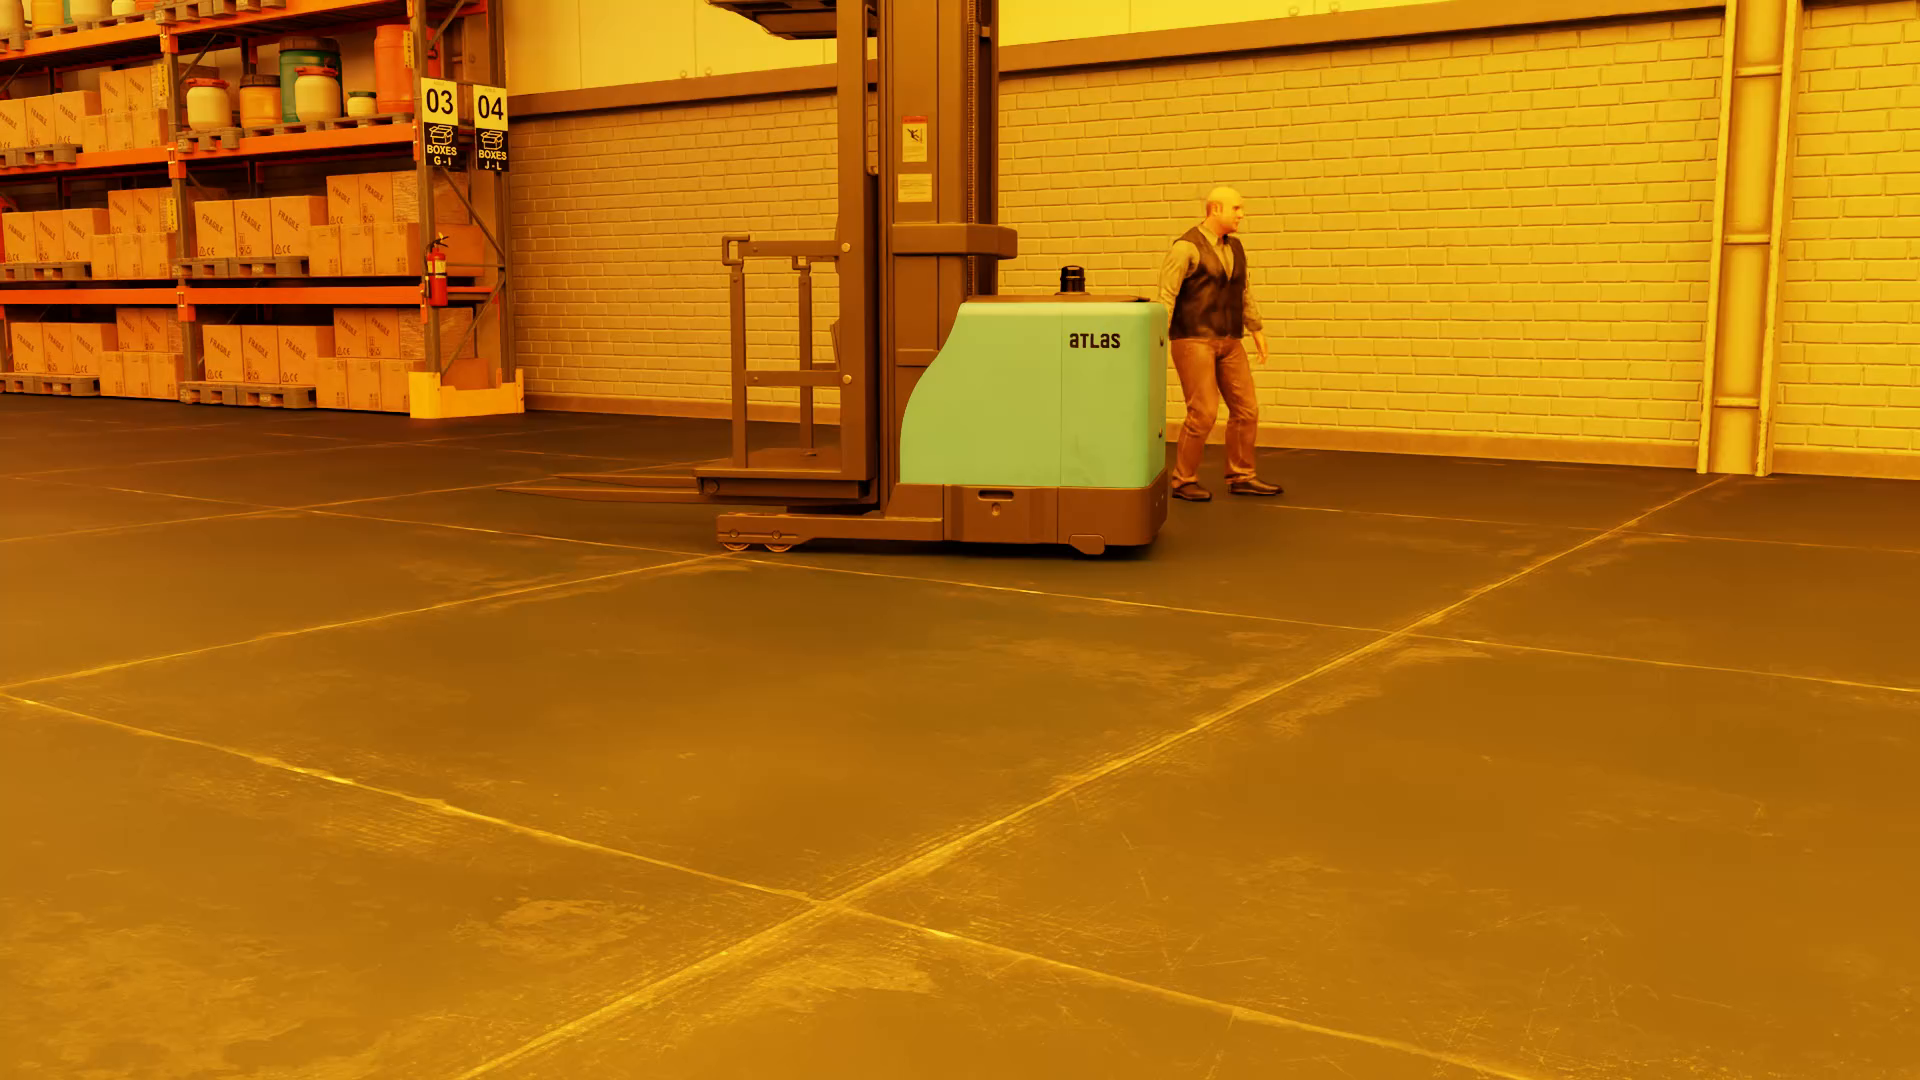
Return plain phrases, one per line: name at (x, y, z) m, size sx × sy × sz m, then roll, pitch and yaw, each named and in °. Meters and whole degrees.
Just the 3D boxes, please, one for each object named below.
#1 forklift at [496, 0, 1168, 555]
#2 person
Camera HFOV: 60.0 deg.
forklift at (-0.596, -1.469, 7.520) m, size 3.031 × 2.935 × 1.130 m, roll 2°, pitch 8°, yaw 12°
person at (1.398, -1.075, 9.148) m, size 0.813 × 1.695 × 0.387 m, roll -6°, pitch 10°, yaw -37°
